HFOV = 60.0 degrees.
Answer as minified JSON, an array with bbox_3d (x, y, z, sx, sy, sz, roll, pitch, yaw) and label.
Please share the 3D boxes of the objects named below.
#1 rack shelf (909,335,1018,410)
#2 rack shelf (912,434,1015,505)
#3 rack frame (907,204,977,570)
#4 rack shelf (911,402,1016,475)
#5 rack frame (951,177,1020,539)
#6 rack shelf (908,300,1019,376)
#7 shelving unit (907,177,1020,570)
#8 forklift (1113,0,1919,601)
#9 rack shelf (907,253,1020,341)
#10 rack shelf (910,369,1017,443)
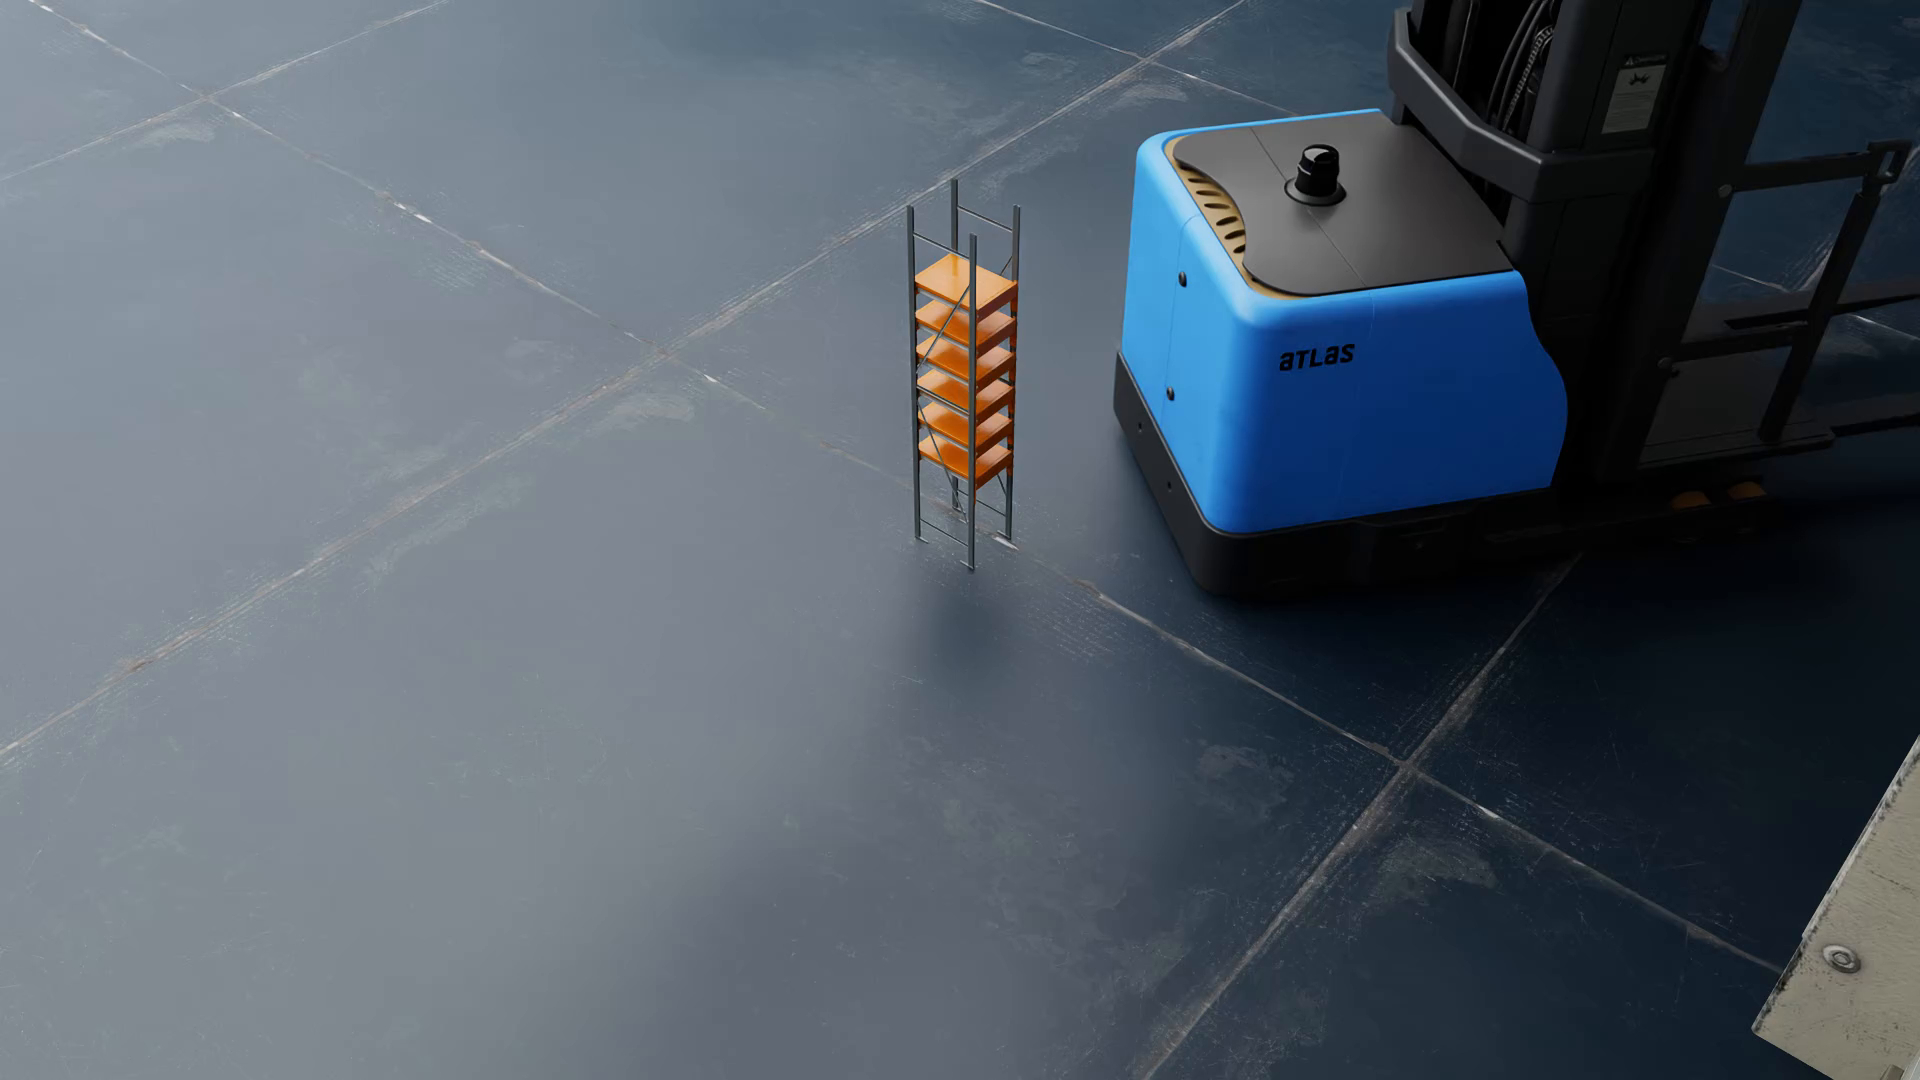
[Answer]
[{"bbox_3d":[0.009,-0.507,4.804,0.258,0.103,0.180,29,50,28],"label":"rack shelf"},{"bbox_3d":[0.009,-0.241,5.046,0.258,0.103,0.180,29,50,28],"label":"rack shelf"},{"bbox_3d":[-0.050,-0.404,4.803,0.240,1.200,0.006,29,50,28],"label":"rack frame"},{"bbox_3d":[0.009,-0.330,4.965,0.258,0.103,0.180,29,50,28],"label":"rack shelf"},{"bbox_3d":[0.068,-0.499,4.906,0.240,1.200,0.006,29,50,28],"label":"rack frame"},{"bbox_3d":[0.009,-0.596,4.723,0.258,0.103,0.180,29,50,28],"label":"rack shelf"},{"bbox_3d":[0.009,-0.451,4.855,0.258,1.200,0.189,29,50,28],"label":"shelving unit"},{"bbox_3d":[2.090,-1.415,4.627,3.031,2.935,1.130,-9,43,-9],"label":"forklift"},{"bbox_3d":[0.009,-0.685,4.642,0.258,0.103,0.180,29,50,28],"label":"rack shelf"},{"bbox_3d":[0.009,-0.419,4.884,0.258,0.103,0.180,29,50,28],"label":"rack shelf"}]
